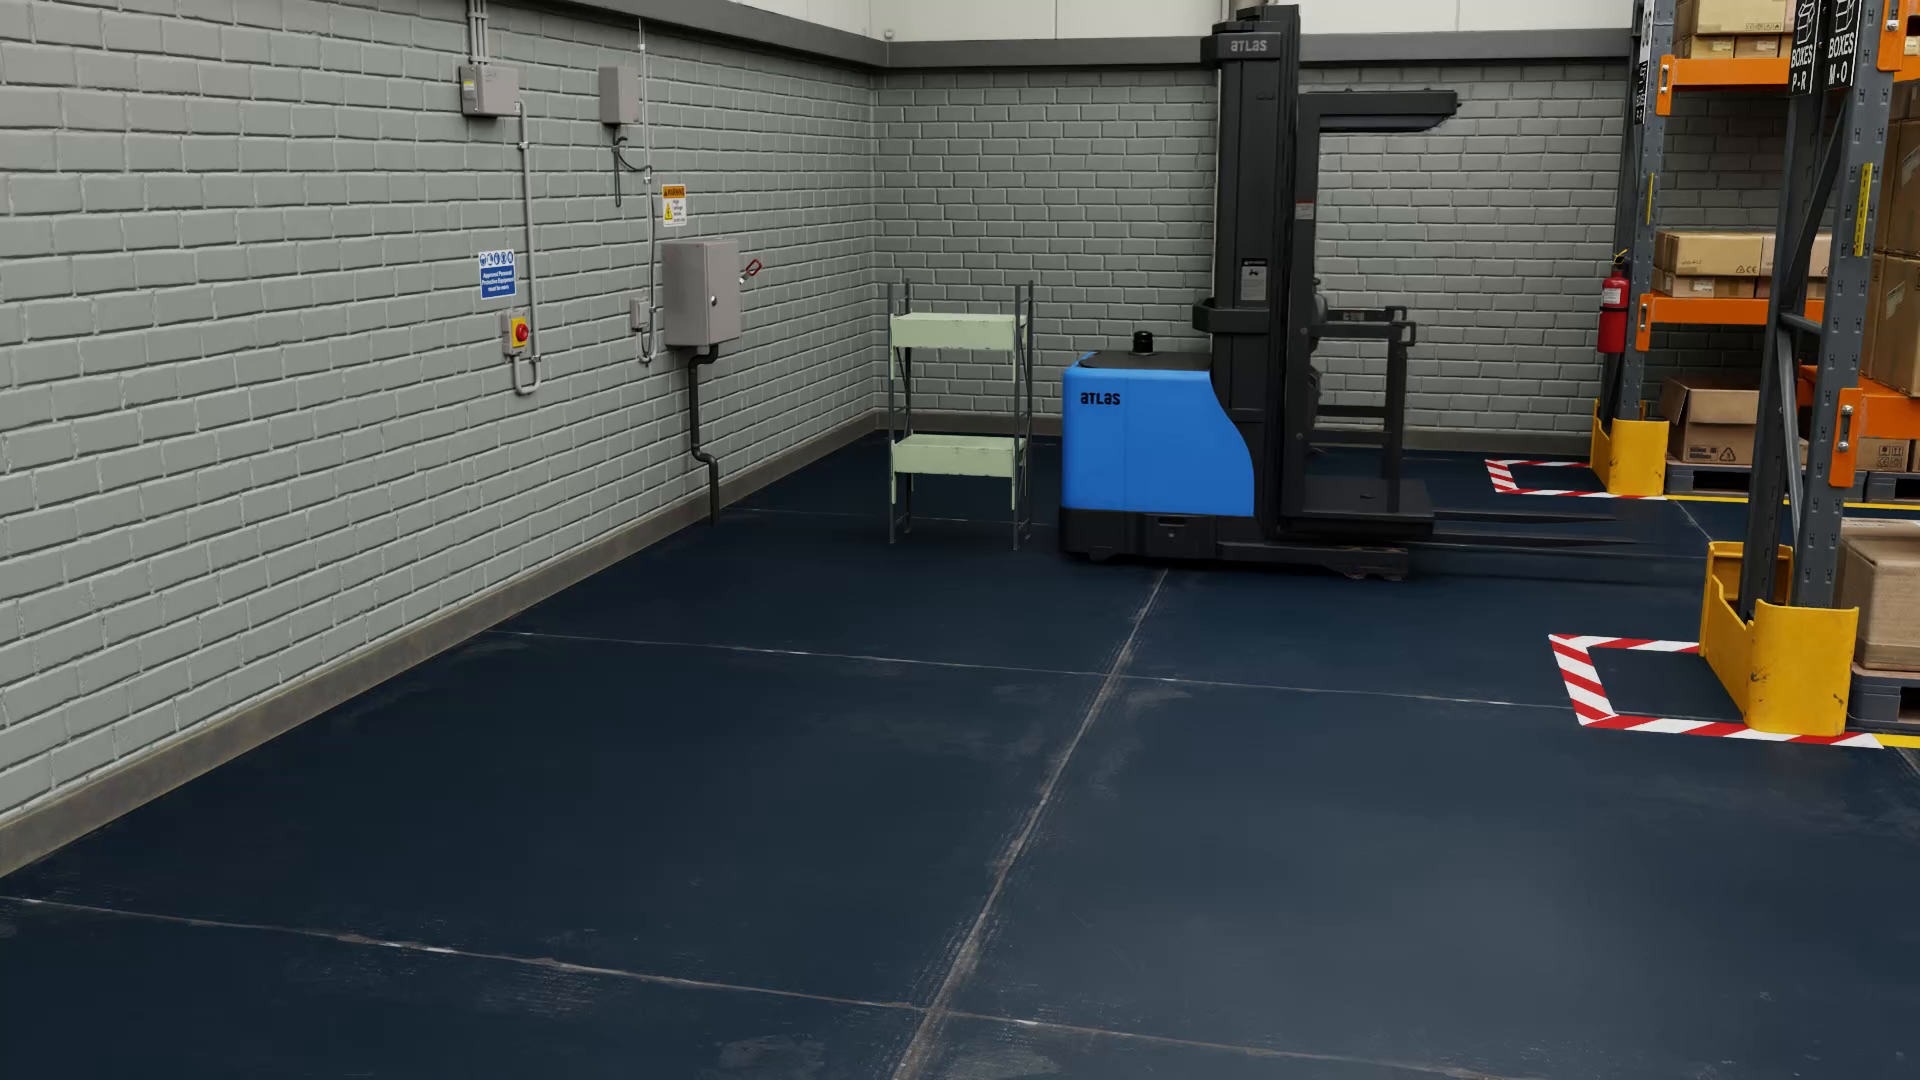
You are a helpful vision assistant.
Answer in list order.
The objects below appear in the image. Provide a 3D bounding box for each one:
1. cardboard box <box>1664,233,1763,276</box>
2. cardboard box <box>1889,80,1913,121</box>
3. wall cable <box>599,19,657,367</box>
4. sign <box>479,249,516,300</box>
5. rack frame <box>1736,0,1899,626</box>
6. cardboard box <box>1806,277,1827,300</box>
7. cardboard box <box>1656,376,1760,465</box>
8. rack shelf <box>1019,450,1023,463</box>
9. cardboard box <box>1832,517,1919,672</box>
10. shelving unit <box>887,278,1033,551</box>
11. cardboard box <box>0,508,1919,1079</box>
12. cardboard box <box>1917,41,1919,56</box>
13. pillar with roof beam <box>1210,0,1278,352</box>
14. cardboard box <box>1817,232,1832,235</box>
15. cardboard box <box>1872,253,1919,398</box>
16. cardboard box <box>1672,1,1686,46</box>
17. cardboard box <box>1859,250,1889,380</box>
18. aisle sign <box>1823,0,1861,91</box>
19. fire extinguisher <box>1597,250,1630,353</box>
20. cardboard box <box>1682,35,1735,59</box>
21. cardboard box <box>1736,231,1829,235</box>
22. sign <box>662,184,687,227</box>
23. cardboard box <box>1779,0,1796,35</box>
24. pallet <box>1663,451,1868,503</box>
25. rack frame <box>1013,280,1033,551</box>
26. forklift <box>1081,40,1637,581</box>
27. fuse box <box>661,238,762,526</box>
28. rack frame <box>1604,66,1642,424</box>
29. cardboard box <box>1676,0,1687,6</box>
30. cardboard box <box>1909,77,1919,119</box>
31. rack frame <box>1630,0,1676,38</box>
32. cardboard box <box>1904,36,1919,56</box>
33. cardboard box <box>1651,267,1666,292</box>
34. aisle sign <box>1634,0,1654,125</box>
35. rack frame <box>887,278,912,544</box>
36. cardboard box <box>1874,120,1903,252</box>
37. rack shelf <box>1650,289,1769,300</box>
[{"bbox_3d":[4.937,-1.875,10.919,0.500,0.250,0.500,3,13,14],"label":"cardboard box"},{"bbox_3d":[3.772,-1.716,6.507,0.250,0.149,0.380,3,13,14],"label":"cardboard box"},{"bbox_3d":[-1.776,-1.922,9.124,0.122,1.984,0.588,3,13,14],"label":"wall cable"},{"bbox_3d":[-2.176,-1.252,7.827,0.001,0.218,0.327,3,13,14],"label":"sign"},{"bbox_3d":[3.375,-0.839,6.591,0.127,3.000,1.000,3,13,14],"label":"rack frame"},{"bbox_3d":[5.567,-1.650,10.825,0.250,0.149,0.380,3,13,15],"label":"cardboard box"},{"bbox_3d":[5.132,-0.818,11.288,0.637,0.503,0.797,3,13,11],"label":"cardboard box"},{"bbox_3d":[0.006,-0.483,9.625,0.664,0.071,0.332,3,13,14],"label":"rack shelf"},{"bbox_3d":[4.040,0.220,6.763,0.875,0.438,0.875,3,13,12],"label":"cardboard box"},{"bbox_3d":[0.006,-0.732,9.570,0.755,1.500,0.400,3,13,14],"label":"shelving unit"},{"bbox_3d":[4.263,0.002,6.146,13.522,1.550,6.103,3,13,13],"label":"cardboard box"},{"bbox_3d":[6.049,-3.088,10.381,0.250,0.149,0.380,3,13,13],"label":"cardboard box"},{"bbox_3d":[1.128,-4.236,8.051,0.400,9.000,9.100,3,13,14],"label":"pillar with roof beam"},{"bbox_3d":[6.051,-1.933,11.182,0.500,0.250,0.500,3,13,15],"label":"cardboard box"},{"bbox_3d":[3.773,-0.803,6.195,0.500,0.500,0.500,3,13,13],"label":"cardboard box"},{"bbox_3d":[5.058,-3.454,11.109,0.500,0.250,0.500,3,13,13],"label":"cardboard box"},{"bbox_3d":[3.907,-0.919,6.718,0.500,0.500,0.500,3,13,14],"label":"cardboard box"},{"bbox_3d":[3.236,-2.051,6.051,0.004,0.787,0.394,3,13,14],"label":"aisle sign"},{"bbox_3d":[4.307,-1.574,10.941,0.183,0.674,0.296,3,13,14],"label":"fire extinguisher"},{"bbox_3d":[4.815,-3.159,10.704,0.250,0.149,0.380,3,13,15],"label":"cardboard box"},{"bbox_3d":[5.571,-1.960,11.302,0.500,0.250,0.500,3,13,14],"label":"cardboard box"},{"bbox_3d":[-1.674,-1.963,9.751,0.001,0.242,0.339,3,13,14],"label":"sign"},{"bbox_3d":[5.425,-3.317,10.493,0.500,0.250,0.500,3,13,15],"label":"cardboard box"},{"bbox_3d":[5.409,-0.477,11.395,1.213,0.211,1.003,3,13,14],"label":"pallet"},{"bbox_3d":[0.362,-0.713,9.484,0.023,1.500,0.400,3,13,14],"label":"rack frame"},{"bbox_3d":[2.160,-1.294,9.005,2.937,2.843,1.107,3,13,12],"label":"forklift"},{"bbox_3d":[-1.460,-0.932,9.984,0.414,1.711,0.539,3,13,14],"label":"fuse box"},{"bbox_3d":[4.560,-1.882,11.293,0.053,2.616,0.949,3,13,14],"label":"rack frame"},{"bbox_3d":[5.059,-3.699,11.062,0.500,0.250,0.500,3,13,12],"label":"cardboard box"},{"bbox_3d":[3.654,-1.616,6.056,0.250,0.149,0.380,3,13,15],"label":"cardboard box"},{"bbox_3d":[4.561,-4.812,10.646,0.127,3.000,1.000,3,13,14],"label":"rack frame"},{"bbox_3d":[5.794,-3.088,10.381,0.250,0.149,0.380,3,13,13],"label":"cardboard box"},{"bbox_3d":[4.947,-1.800,11.500,0.250,0.149,0.380,3,13,13],"label":"cardboard box"},{"bbox_3d":[4.424,-3.094,10.752,0.004,0.787,0.394,3,13,14],"label":"aisle sign"},{"bbox_3d":[-0.349,-0.751,9.655,0.023,1.500,0.400,3,13,14],"label":"rack frame"},{"bbox_3d":[3.900,-1.401,6.584,0.500,0.500,0.500,4,13,15],"label":"cardboard box"},{"bbox_3d":[6.503,-1.524,10.885,3.809,0.124,0.919,3,13,14],"label":"rack shelf"}]
